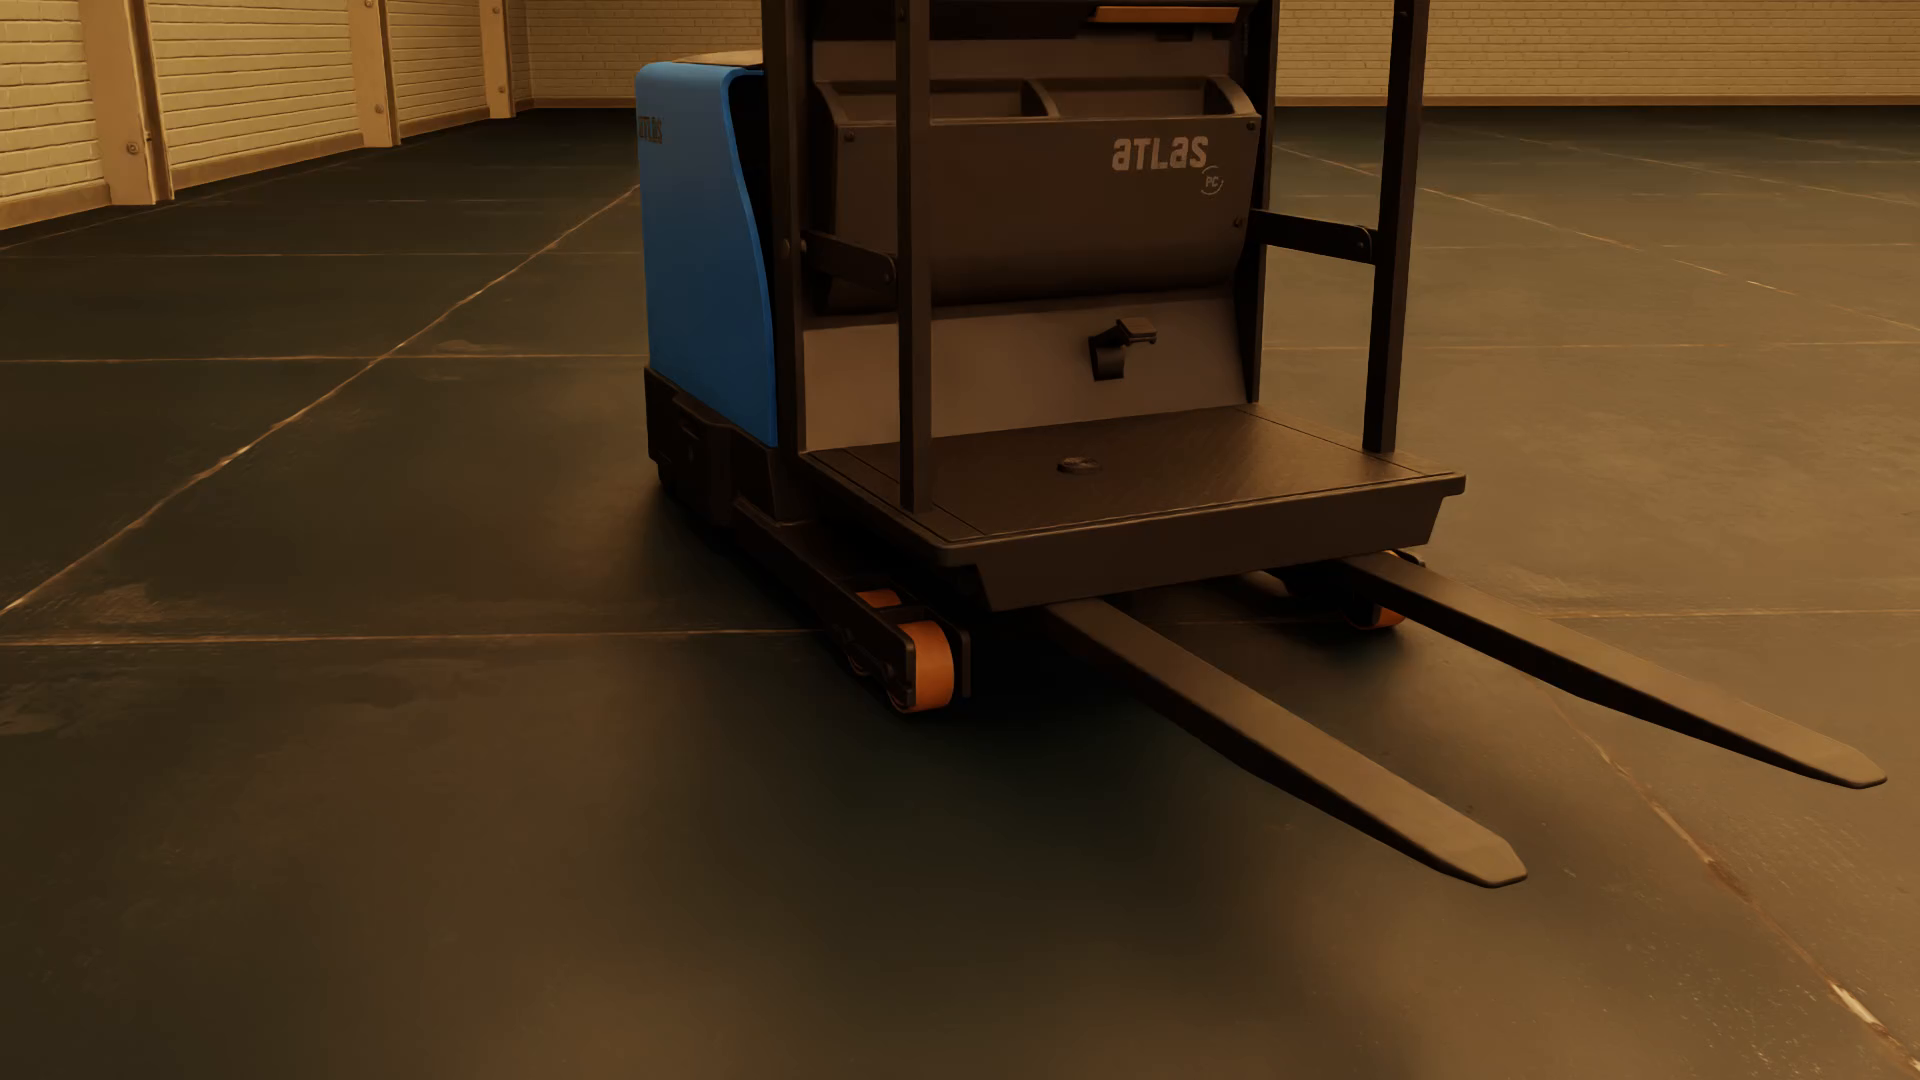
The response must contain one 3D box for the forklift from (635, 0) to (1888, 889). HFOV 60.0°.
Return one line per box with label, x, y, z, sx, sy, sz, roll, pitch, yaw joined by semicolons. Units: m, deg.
forklift;0.258;-1.240;2.962;1.130;2.935;3.031;-8;19;-24
